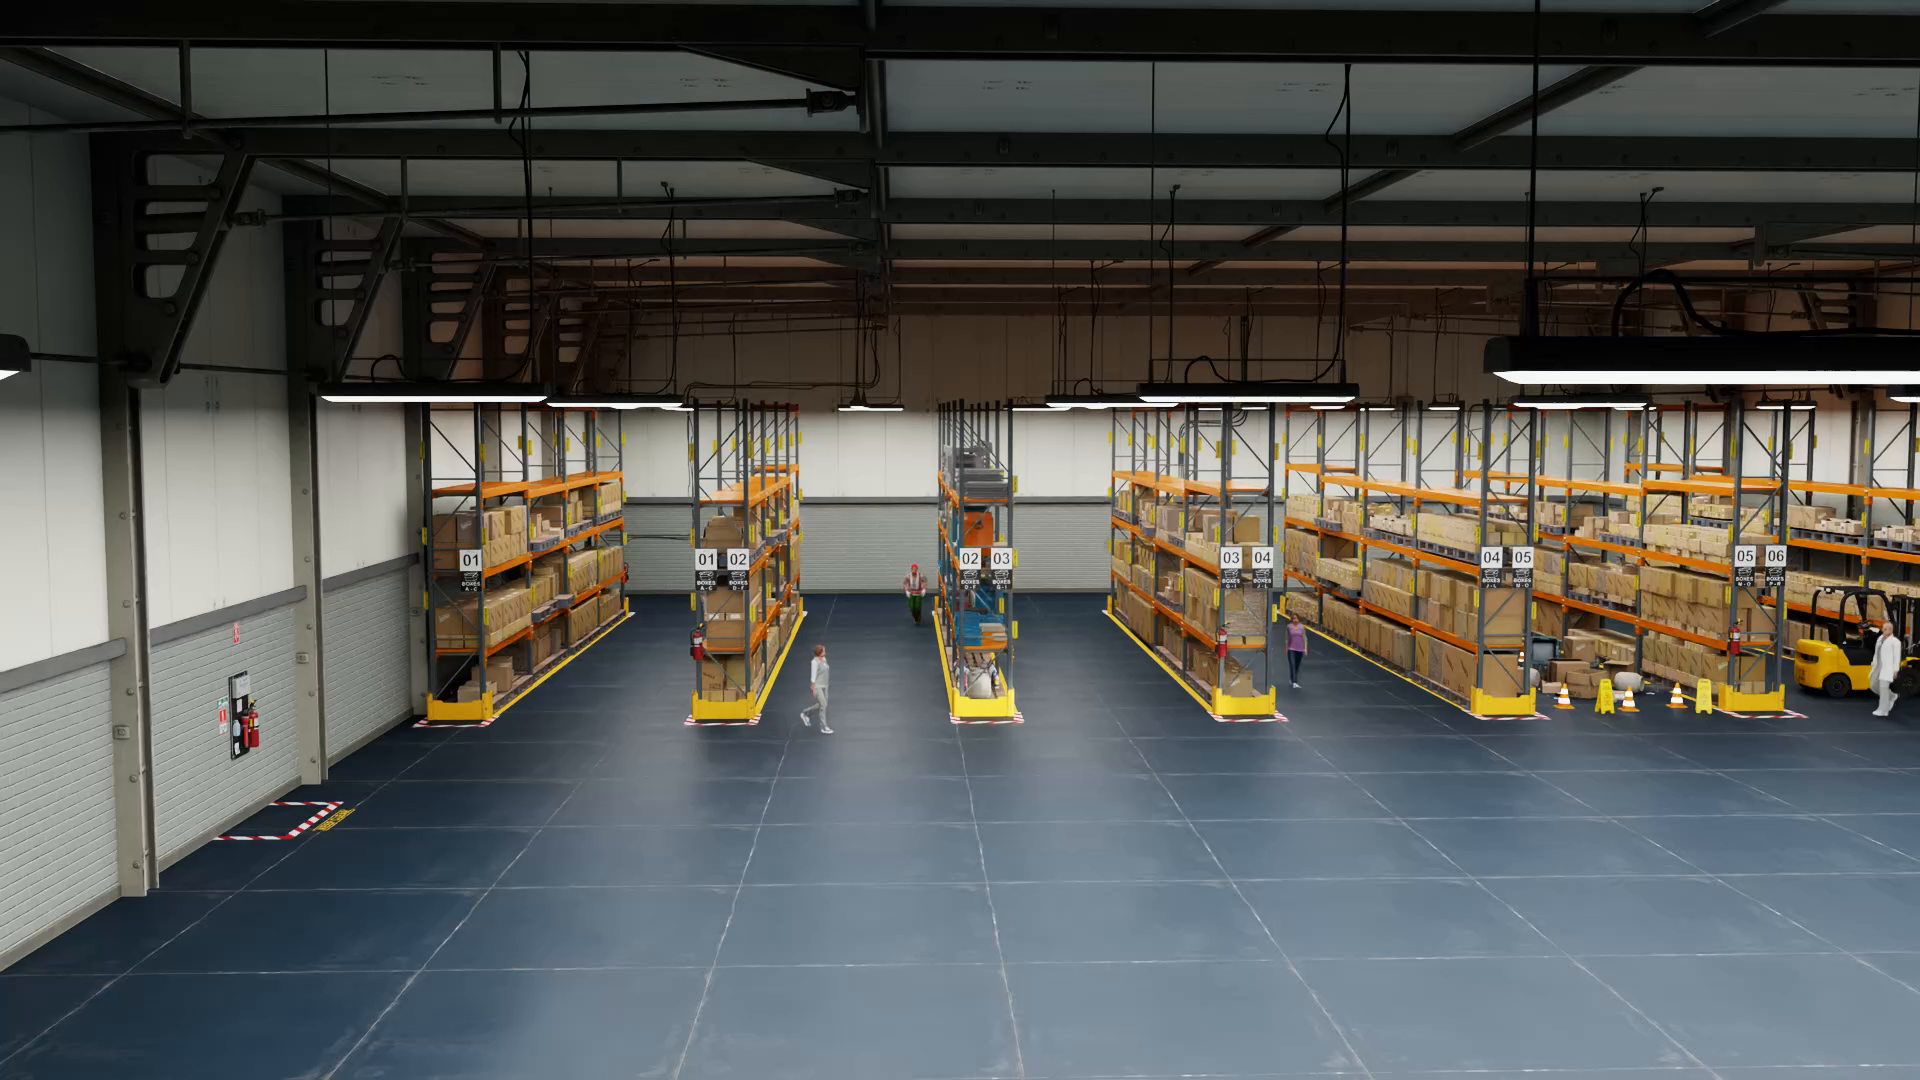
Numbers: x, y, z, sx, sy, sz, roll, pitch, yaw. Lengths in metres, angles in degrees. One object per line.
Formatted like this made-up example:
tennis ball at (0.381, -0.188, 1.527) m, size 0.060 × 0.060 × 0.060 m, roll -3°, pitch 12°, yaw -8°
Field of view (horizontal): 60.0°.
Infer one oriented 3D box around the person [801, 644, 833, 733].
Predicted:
person at (-2.539, 2.652, 29.892) m, size 0.698 × 1.579 × 0.474 m, roll 2°, pitch 5°, yaw 23°

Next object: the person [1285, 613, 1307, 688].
person at (7.022, 2.296, 34.696) m, size 0.435 × 1.546 × 0.938 m, roll 0°, pitch 4°, yaw 2°

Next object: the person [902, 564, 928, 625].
person at (-1.209, 1.469, 44.969) m, size 0.672 × 1.688 × 0.662 m, roll 1°, pitch 4°, yaw 10°

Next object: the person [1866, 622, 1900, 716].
person at (17.506, 2.429, 31.433) m, size 0.674 × 1.764 × 0.603 m, roll -2°, pitch 5°, yaw -21°

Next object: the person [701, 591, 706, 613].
person at (-6.670, 1.581, 44.119) m, size 0.527 × 1.582 × 0.753 m, roll 1°, pitch 4°, yaw 7°
